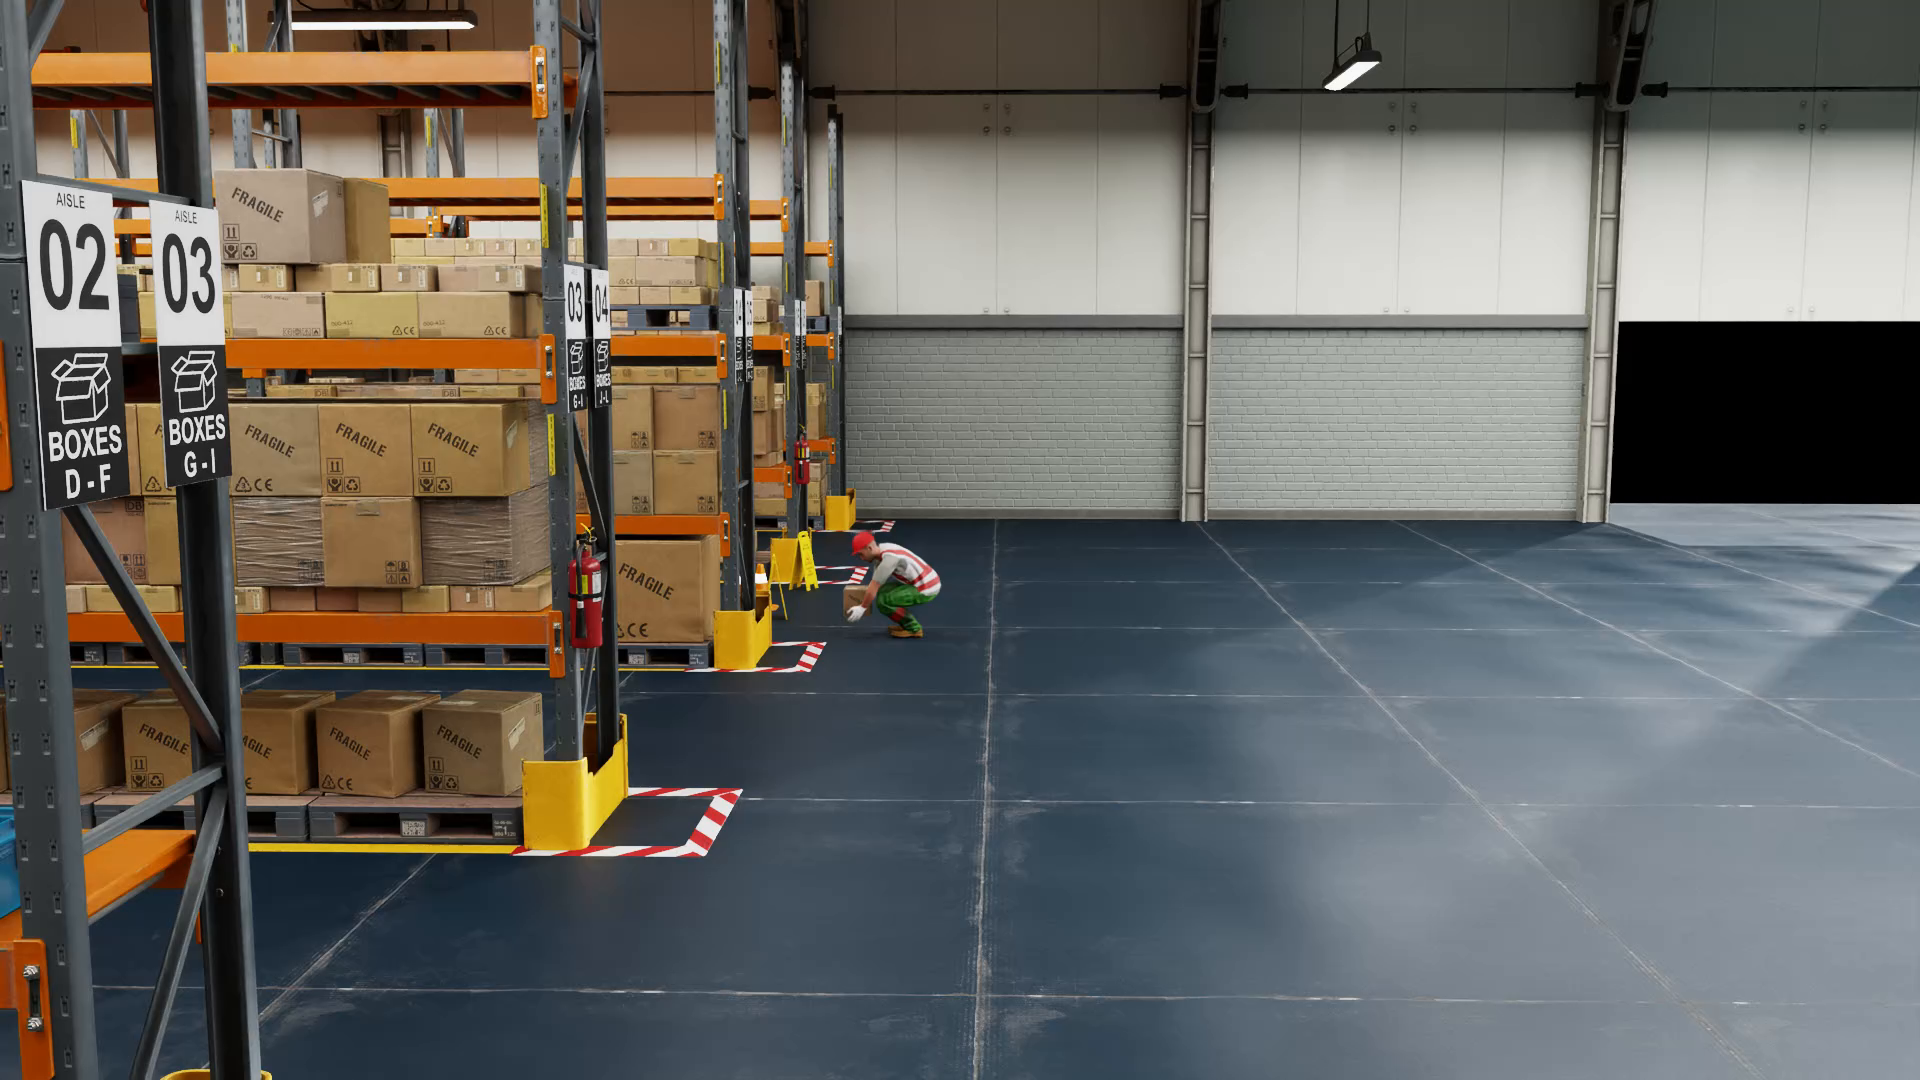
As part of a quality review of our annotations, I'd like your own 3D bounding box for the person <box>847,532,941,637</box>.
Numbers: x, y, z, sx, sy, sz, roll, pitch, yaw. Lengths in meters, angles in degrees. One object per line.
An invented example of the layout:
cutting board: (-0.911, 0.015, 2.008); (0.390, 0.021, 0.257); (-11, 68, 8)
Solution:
person: (-0.621, 0.412, 15.619); (0.884, 0.991, 0.567); (0, 7, 1)
